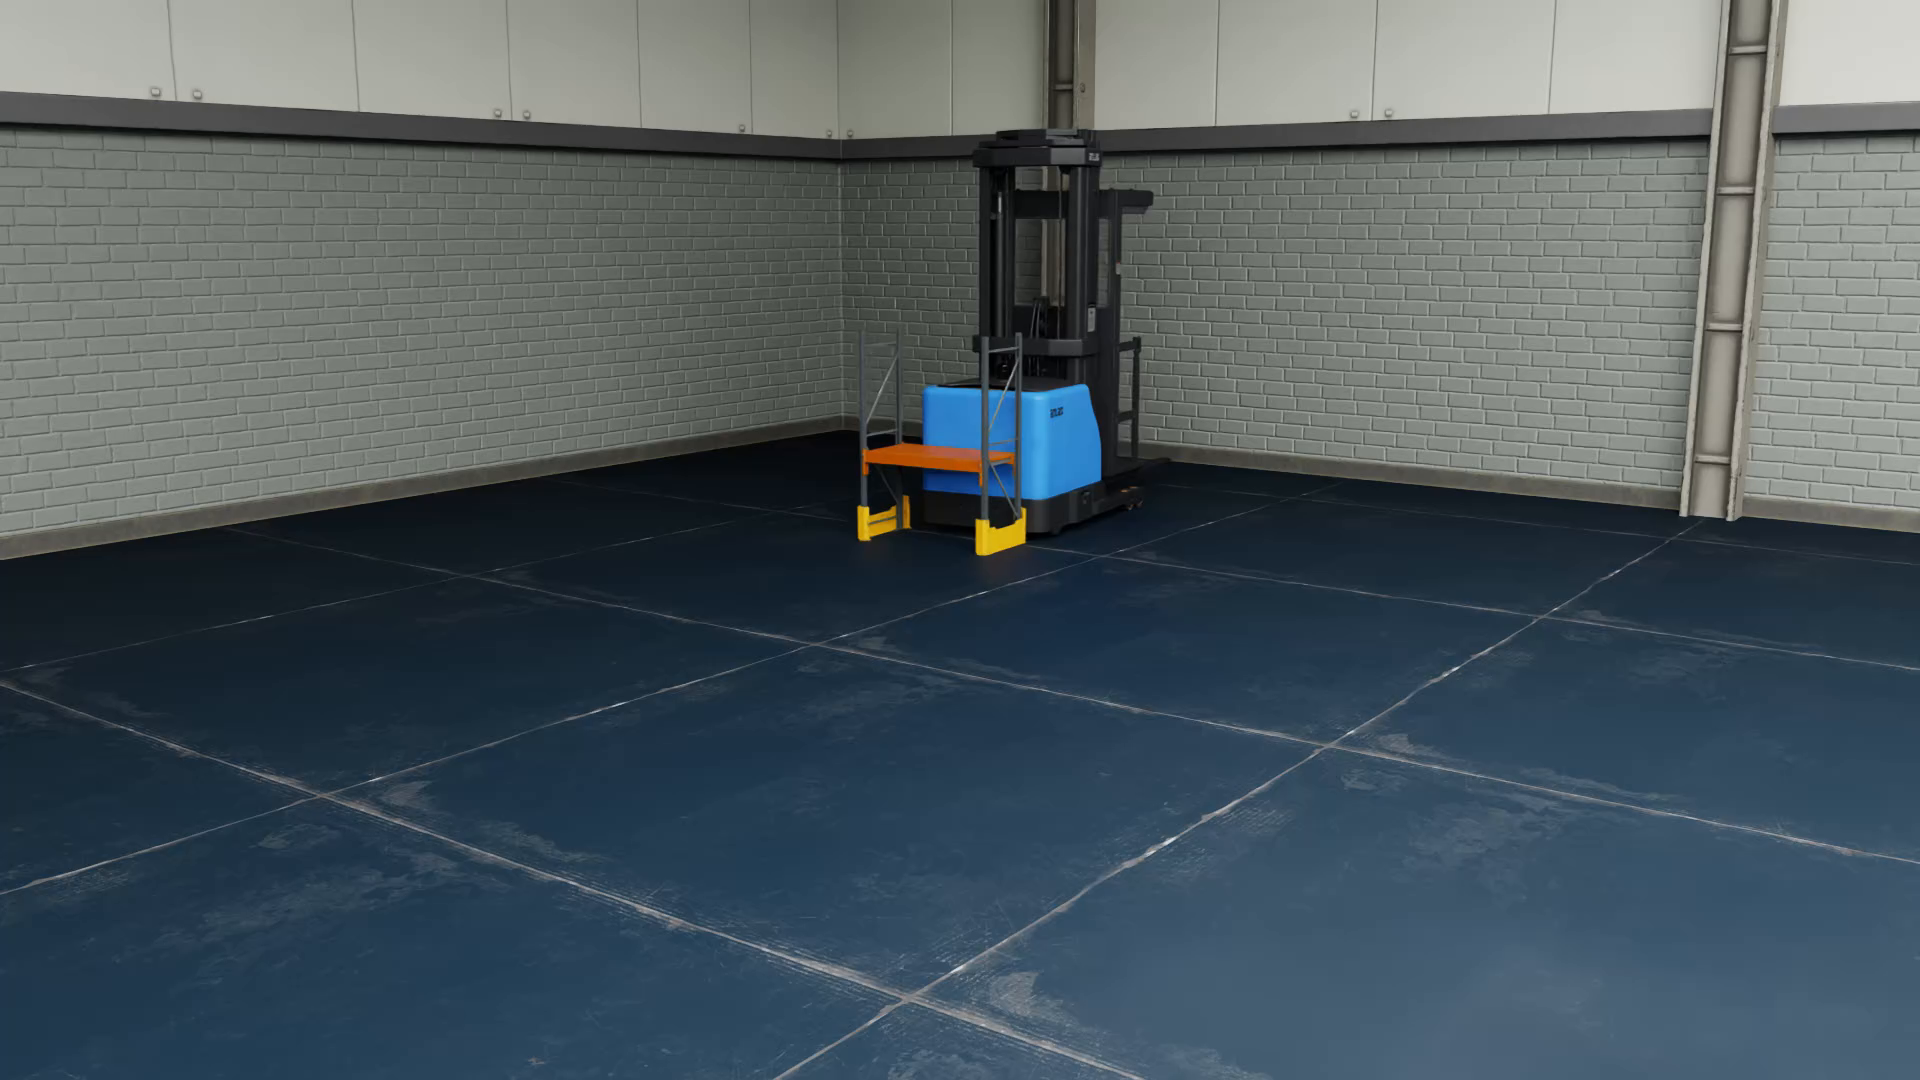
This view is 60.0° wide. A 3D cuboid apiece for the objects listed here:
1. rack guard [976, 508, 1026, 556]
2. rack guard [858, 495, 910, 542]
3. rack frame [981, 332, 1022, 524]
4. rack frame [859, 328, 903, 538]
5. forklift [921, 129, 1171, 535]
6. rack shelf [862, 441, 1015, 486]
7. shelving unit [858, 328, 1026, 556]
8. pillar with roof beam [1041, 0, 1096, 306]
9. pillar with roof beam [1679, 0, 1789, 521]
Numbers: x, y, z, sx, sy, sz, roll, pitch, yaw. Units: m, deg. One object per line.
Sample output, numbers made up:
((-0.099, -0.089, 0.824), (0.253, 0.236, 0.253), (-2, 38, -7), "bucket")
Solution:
((0.290, -0.062, 11.691), (0.087, 0.250, 0.587), (7, 13, 31), "rack guard")
((-0.556, -0.162, 12.208), (0.087, 0.250, 0.587), (7, 13, 31), "rack guard")
((0.291, -0.675, 11.571), (0.032, 1.500, 0.500), (7, 13, 31), "rack frame")
((-0.572, -0.777, 12.099), (0.032, 1.500, 0.500), (7, 13, 31), "rack frame")
((0.843, -1.712, 13.161), (1.130, 2.935, 3.031), (6, 12, 27), "forklift")
((-0.141, -0.550, 11.869), (1.000, 0.185, 0.538), (7, 13, 31), "rack shelf")
((-0.133, -0.725, 11.830), (1.083, 1.500, 0.587), (7, 13, 31), "shelving unit")
((-1.510, -4.624, 12.240), (0.400, 9.000, 9.100), (8, 13, 36), "pillar with roof beam")
((3.326, -3.950, 8.753), (0.400, 9.000, 9.100), (8, 13, 36), "pillar with roof beam")
